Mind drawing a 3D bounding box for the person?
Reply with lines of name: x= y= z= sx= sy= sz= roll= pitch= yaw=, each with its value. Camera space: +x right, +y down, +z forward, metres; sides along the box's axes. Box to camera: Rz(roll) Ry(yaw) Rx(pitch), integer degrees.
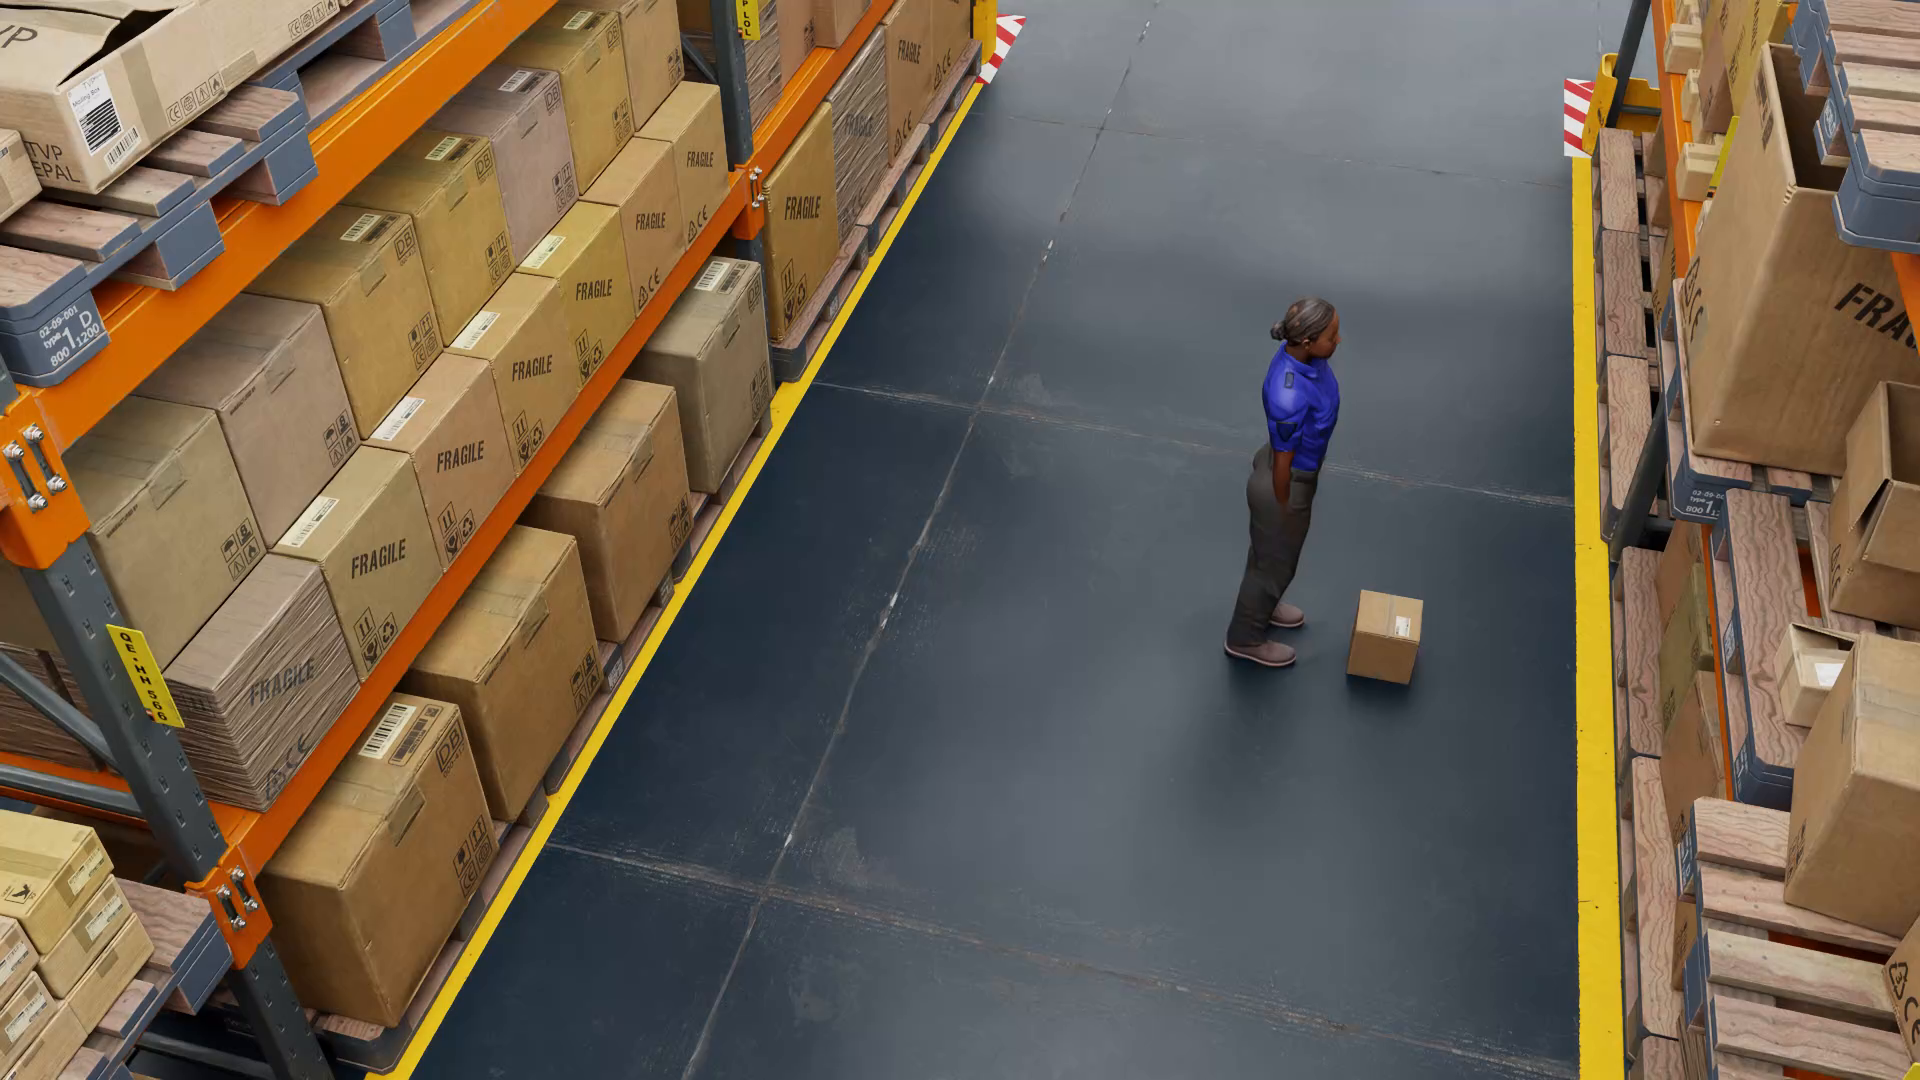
person: x=1.269 y=-0.227 z=6.421 sx=0.312 sy=1.659 sz=0.436 roll=11 pitch=42 yaw=12
